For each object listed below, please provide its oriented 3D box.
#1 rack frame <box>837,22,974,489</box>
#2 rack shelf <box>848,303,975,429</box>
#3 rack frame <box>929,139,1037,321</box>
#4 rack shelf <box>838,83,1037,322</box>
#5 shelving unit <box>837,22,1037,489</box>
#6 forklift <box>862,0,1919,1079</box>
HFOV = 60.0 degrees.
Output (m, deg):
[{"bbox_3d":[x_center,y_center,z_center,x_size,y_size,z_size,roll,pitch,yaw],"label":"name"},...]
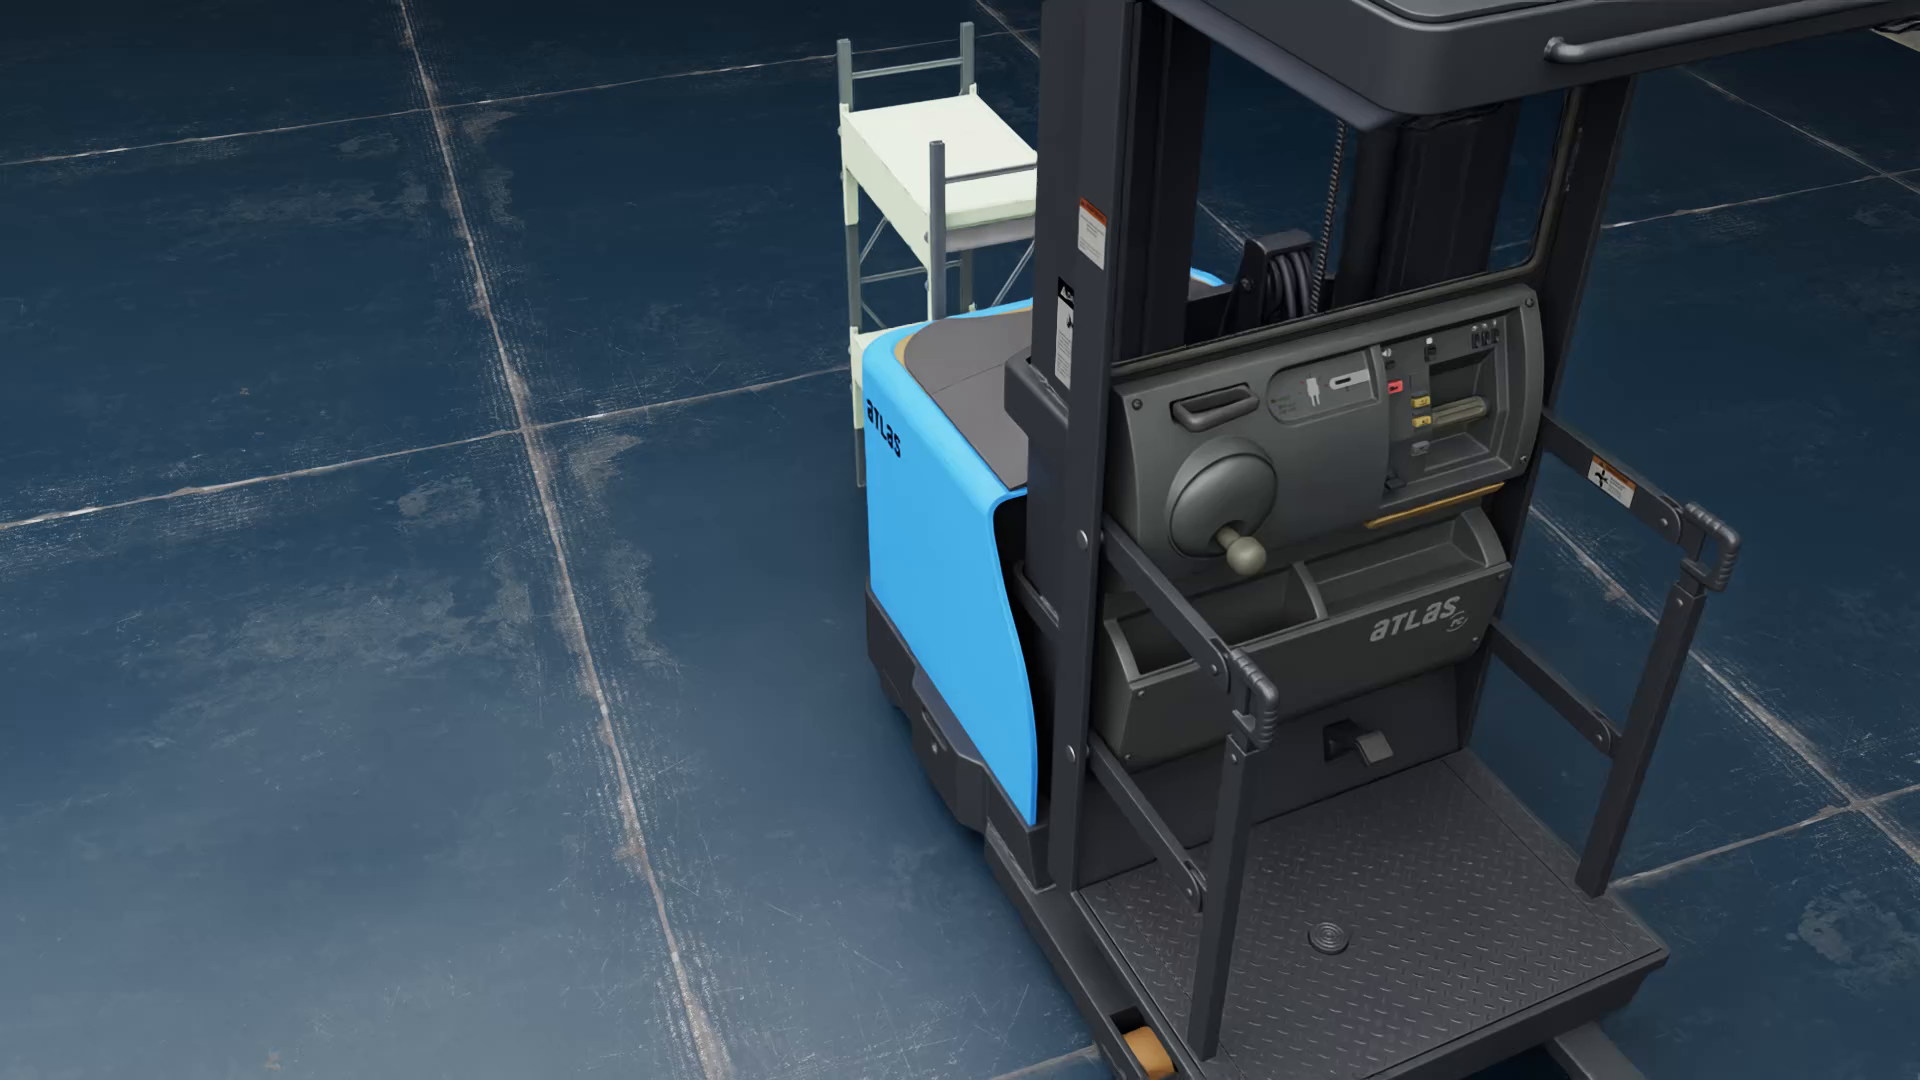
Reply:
[{"bbox_3d":[-0.150,-0.818,5.089,0.400,1.500,0.023,-13,39,-17],"label":"rack frame"},{"bbox_3d":[-0.018,-0.352,5.013,0.431,0.370,0.720,-13,39,-17],"label":"rack shelf"},{"bbox_3d":[0.115,-0.407,4.544,0.400,1.500,0.023,-13,39,-17],"label":"rack frame"},{"bbox_3d":[-0.018,-0.924,4.582,0.431,0.370,0.720,-13,39,-17],"label":"rack shelf"},{"bbox_3d":[-0.018,-0.613,4.817,0.431,1.500,0.755,-13,39,-17],"label":"shelving unit"},{"bbox_3d":[0.816,-0.140,3.000,1.130,2.935,3.031,-16,40,-20],"label":"forklift"}]
